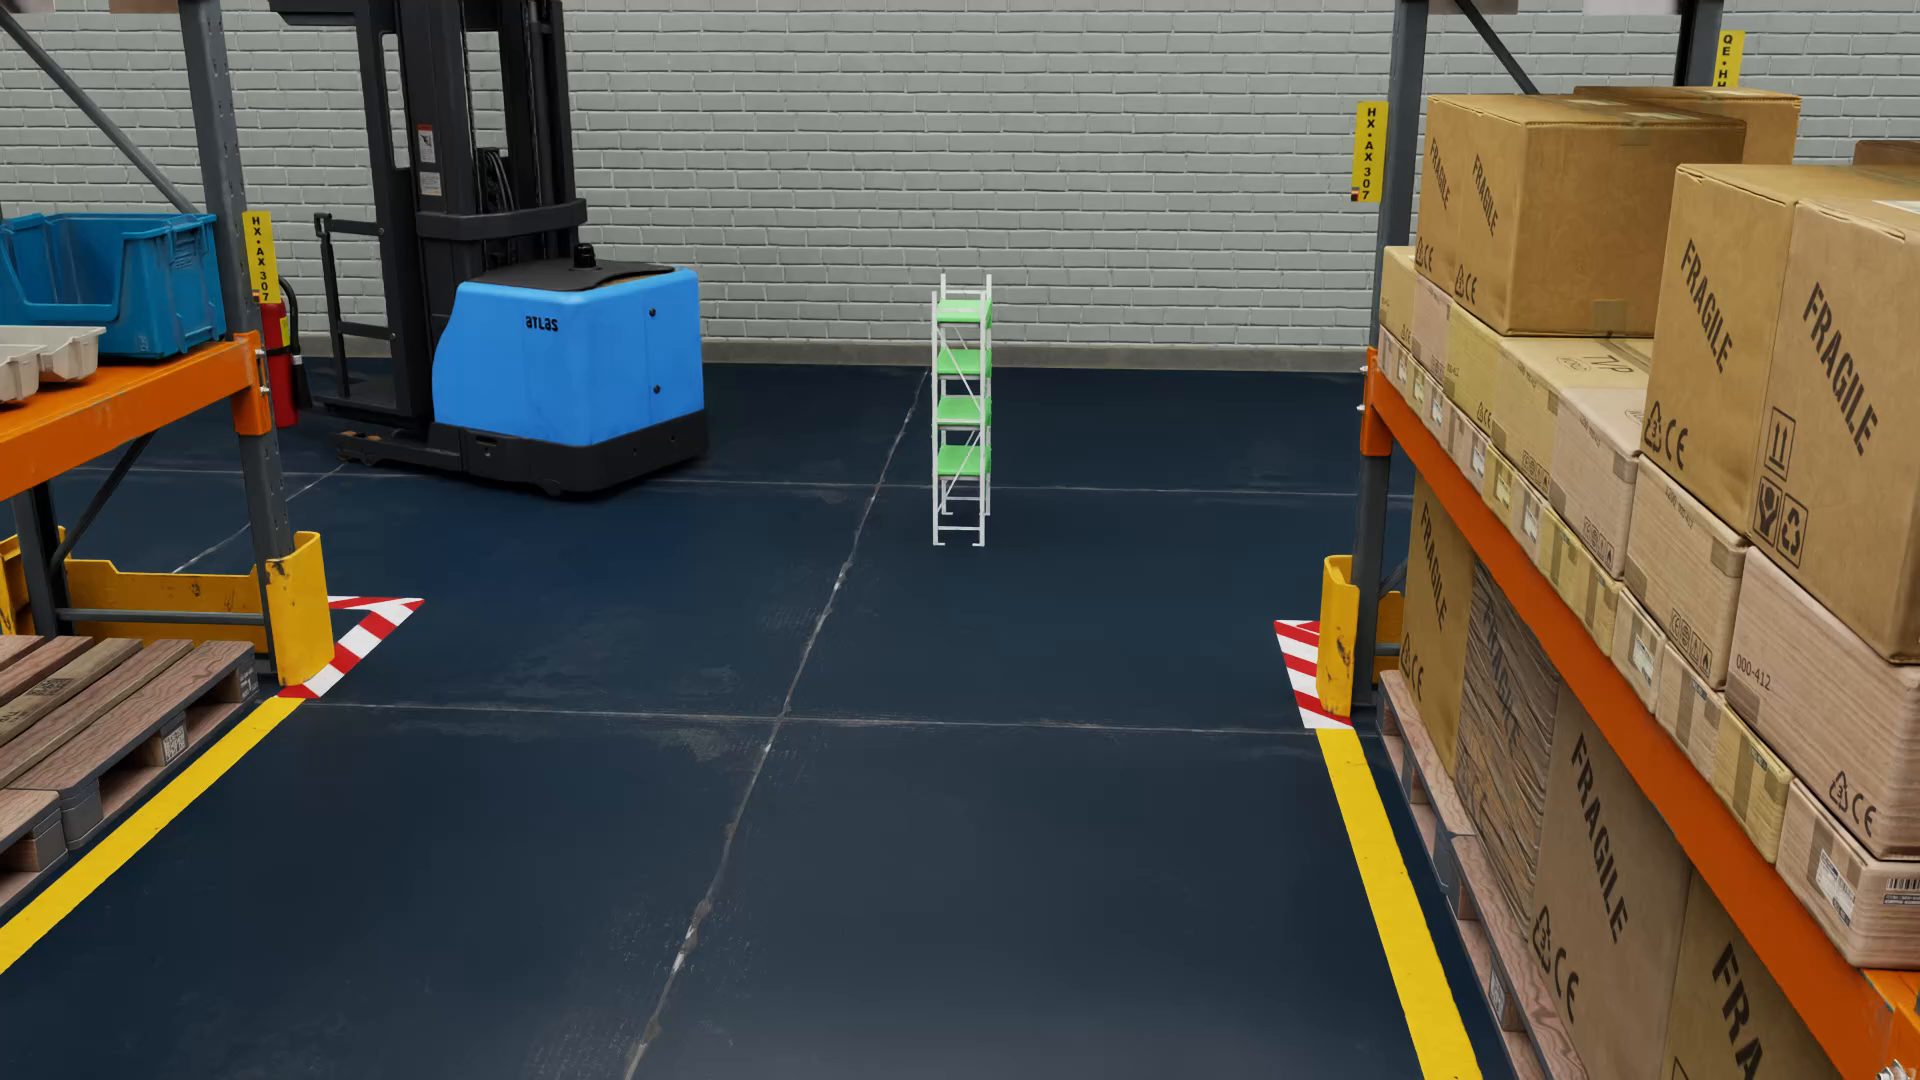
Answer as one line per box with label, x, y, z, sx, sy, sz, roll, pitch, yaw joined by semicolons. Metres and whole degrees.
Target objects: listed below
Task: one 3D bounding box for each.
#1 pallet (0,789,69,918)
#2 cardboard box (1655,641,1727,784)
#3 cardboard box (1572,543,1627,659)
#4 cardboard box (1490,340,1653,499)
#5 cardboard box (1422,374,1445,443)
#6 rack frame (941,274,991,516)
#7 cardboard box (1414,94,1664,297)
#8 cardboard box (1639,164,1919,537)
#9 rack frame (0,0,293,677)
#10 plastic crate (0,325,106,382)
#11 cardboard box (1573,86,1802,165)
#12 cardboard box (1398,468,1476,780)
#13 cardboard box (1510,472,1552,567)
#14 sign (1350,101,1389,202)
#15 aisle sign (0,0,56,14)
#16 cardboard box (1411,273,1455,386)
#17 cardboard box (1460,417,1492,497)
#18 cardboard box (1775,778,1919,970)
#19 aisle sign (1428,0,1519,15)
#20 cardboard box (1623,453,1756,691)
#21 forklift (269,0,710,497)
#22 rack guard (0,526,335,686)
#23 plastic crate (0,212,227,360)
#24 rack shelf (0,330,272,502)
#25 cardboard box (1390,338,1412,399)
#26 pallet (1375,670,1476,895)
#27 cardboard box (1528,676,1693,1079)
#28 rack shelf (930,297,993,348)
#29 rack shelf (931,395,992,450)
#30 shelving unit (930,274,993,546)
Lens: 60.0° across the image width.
pallet;-3.218;1.025;4.455;1.003;0.211;1.213;1;18;4
cardboard box;1.355;0.278;2.662;0.380;0.149;0.250;1;18;3
cardboard box;1.392;0.118;3.150;0.380;0.149;0.250;2;18;5
cardboard box;1.504;-0.270;3.692;0.500;0.250;0.500;1;18;3
cardboard box;1.503;-0.360;4.608;0.380;0.149;0.250;1;18;3
rack frame;0.029;-0.697;8.124;0.240;1.200;0.015;1;18;4
cardboard box;1.571;-0.951;4.566;0.500;0.500;0.500;1;18;3
cardboard box;1.430;-0.311;2.613;0.500;0.500;0.500;1;18;4
rack frame;-3.030;-0.933;5.953;1.000;3.000;0.127;1;18;4
plastic crate;-2.908;-0.579;5.200;0.396;0.136;0.243;1;18;4
cardboard box;2.137;-1.092;4.996;0.500;0.500;0.500;2;18;5
cardboard box;1.944;0.188;5.269;0.875;0.875;0.875;1;18;4
cardboard box;1.430;-0.041;3.634;0.380;0.149;0.250;2;18;5
sign;1.357;-1.286;5.512;0.100;0.325;0.005;1;18;4
aisle sign;-3.321;-2.197;5.637;0.394;0.787;0.004;1;18;4
cardboard box;1.576;-0.588;4.663;0.500;0.250;0.500;1;18;3
cardboard box;1.466;-0.201;4.122;0.380;0.149;0.250;1;18;3
cardboard box;1.319;0.437;2.175;0.380;0.149;0.250;1;18;4
aisle sign;1.616;-2.087;5.300;0.394;0.787;0.004;1;18;4
cardboard box;1.428;0.046;2.729;0.500;0.250;0.500;2;18;6
forklift;-2.921;-1.933;9.115;3.031;2.935;1.130;10;21;29
rack guard;-3.041;0.247;6.366;1.175;0.500;0.348;1;18;4
plastic crate;-2.868;-0.870;5.608;0.616;0.435;0.499;1;18;4
rack shelf;-3.173;0.030;4.170;1.077;0.370;4.000;1;18;4
cardboard box;1.539;-0.520;5.098;0.380;0.149;0.250;1;18;3
pallet;1.931;0.753;5.287;1.003;0.211;1.213;1;18;4
cardboard box;1.815;0.747;3.563;0.875;0.875;0.875;1;18;4
rack shelf;0.012;-1.017;7.764;0.258;0.148;0.480;1;18;4
rack shelf;0.012;-0.561;7.913;0.258;0.148;0.480;1;18;4
shelving unit;0.012;-0.622;7.893;0.258;1.200;0.503;1;18;4
